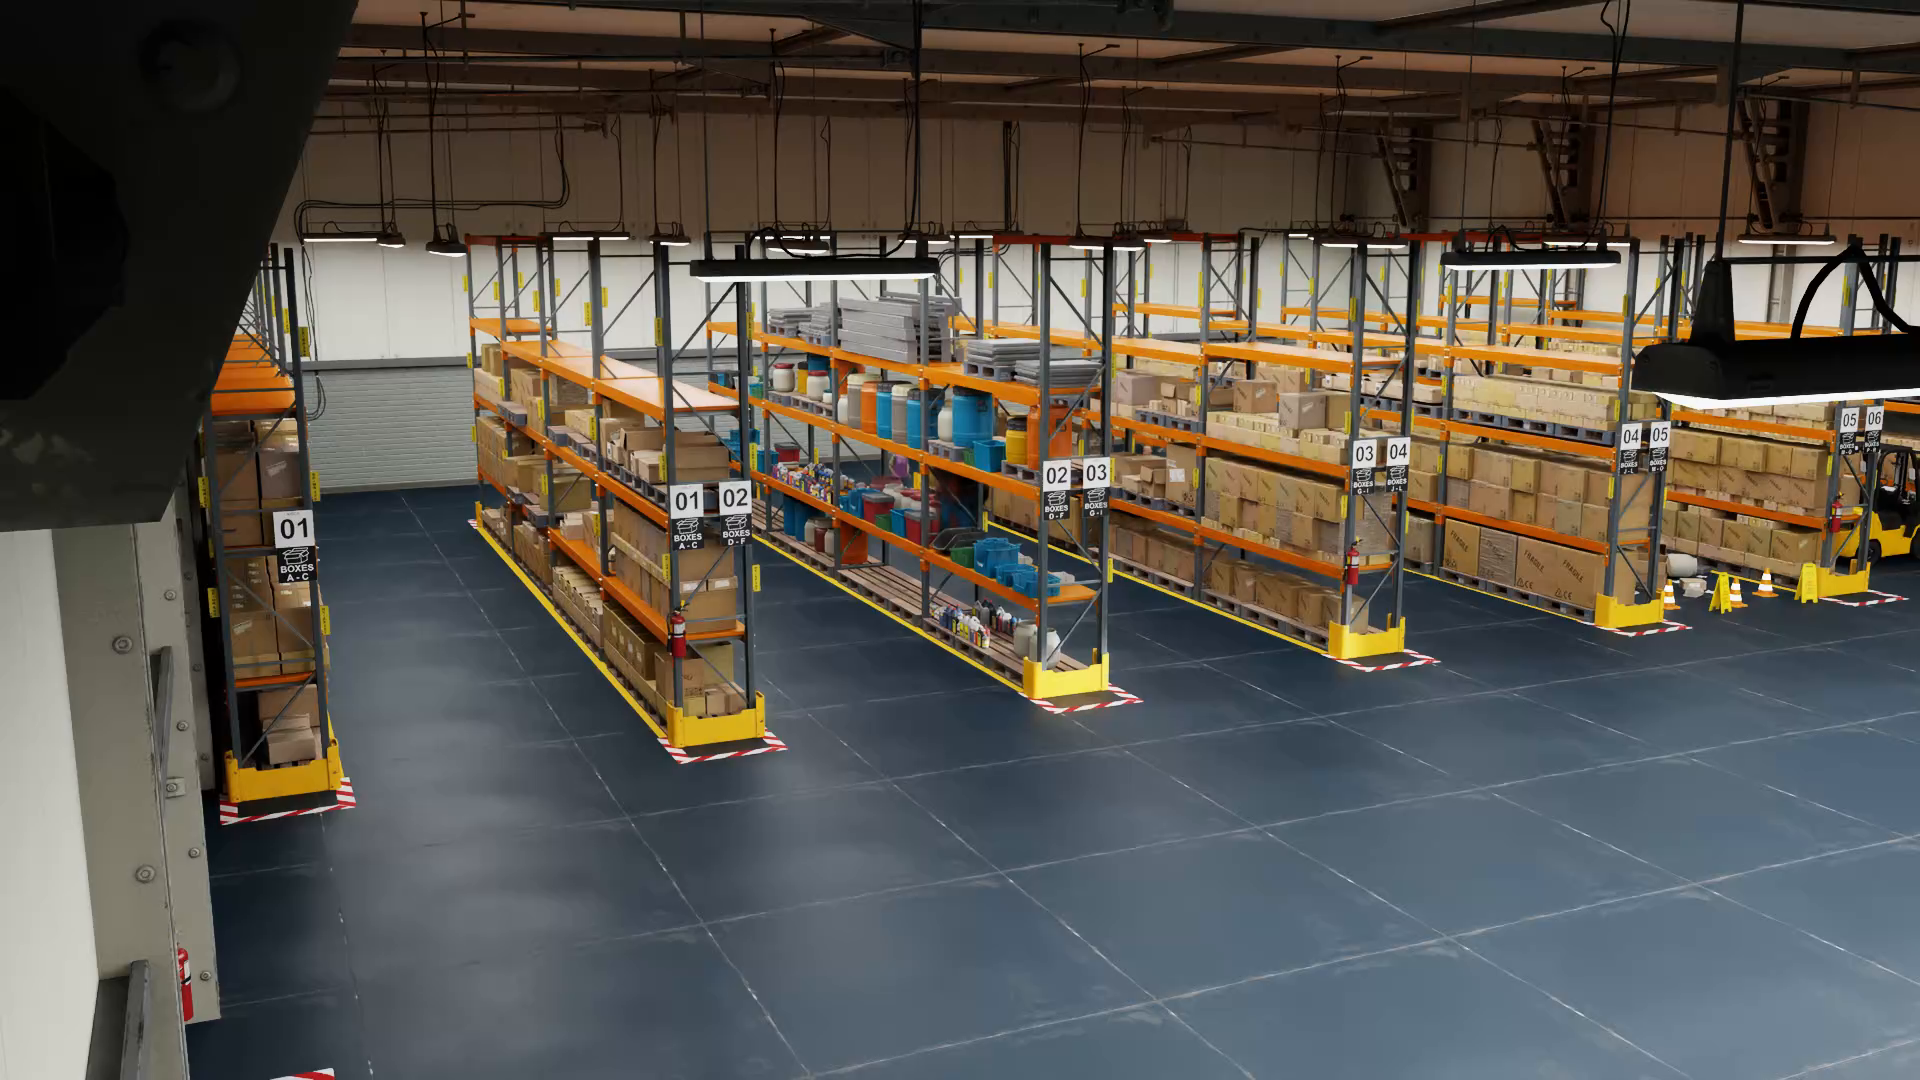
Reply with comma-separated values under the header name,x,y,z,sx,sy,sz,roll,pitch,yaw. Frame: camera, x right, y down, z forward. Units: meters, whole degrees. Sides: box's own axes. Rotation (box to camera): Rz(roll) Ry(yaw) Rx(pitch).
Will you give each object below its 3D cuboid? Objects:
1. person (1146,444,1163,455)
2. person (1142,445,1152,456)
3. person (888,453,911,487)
name,x,y,z,sx,sy,sz,roll,pitch,yaw
person,5.203,-3.011,44.427,0.687,1.659,0.586,-9,14,-39
person,3.755,-1.108,34.259,0.702,1.728,0.737,-2,11,-12
person,-1.344,-1.367,36.155,0.519,1.559,0.644,-6,13,-29
